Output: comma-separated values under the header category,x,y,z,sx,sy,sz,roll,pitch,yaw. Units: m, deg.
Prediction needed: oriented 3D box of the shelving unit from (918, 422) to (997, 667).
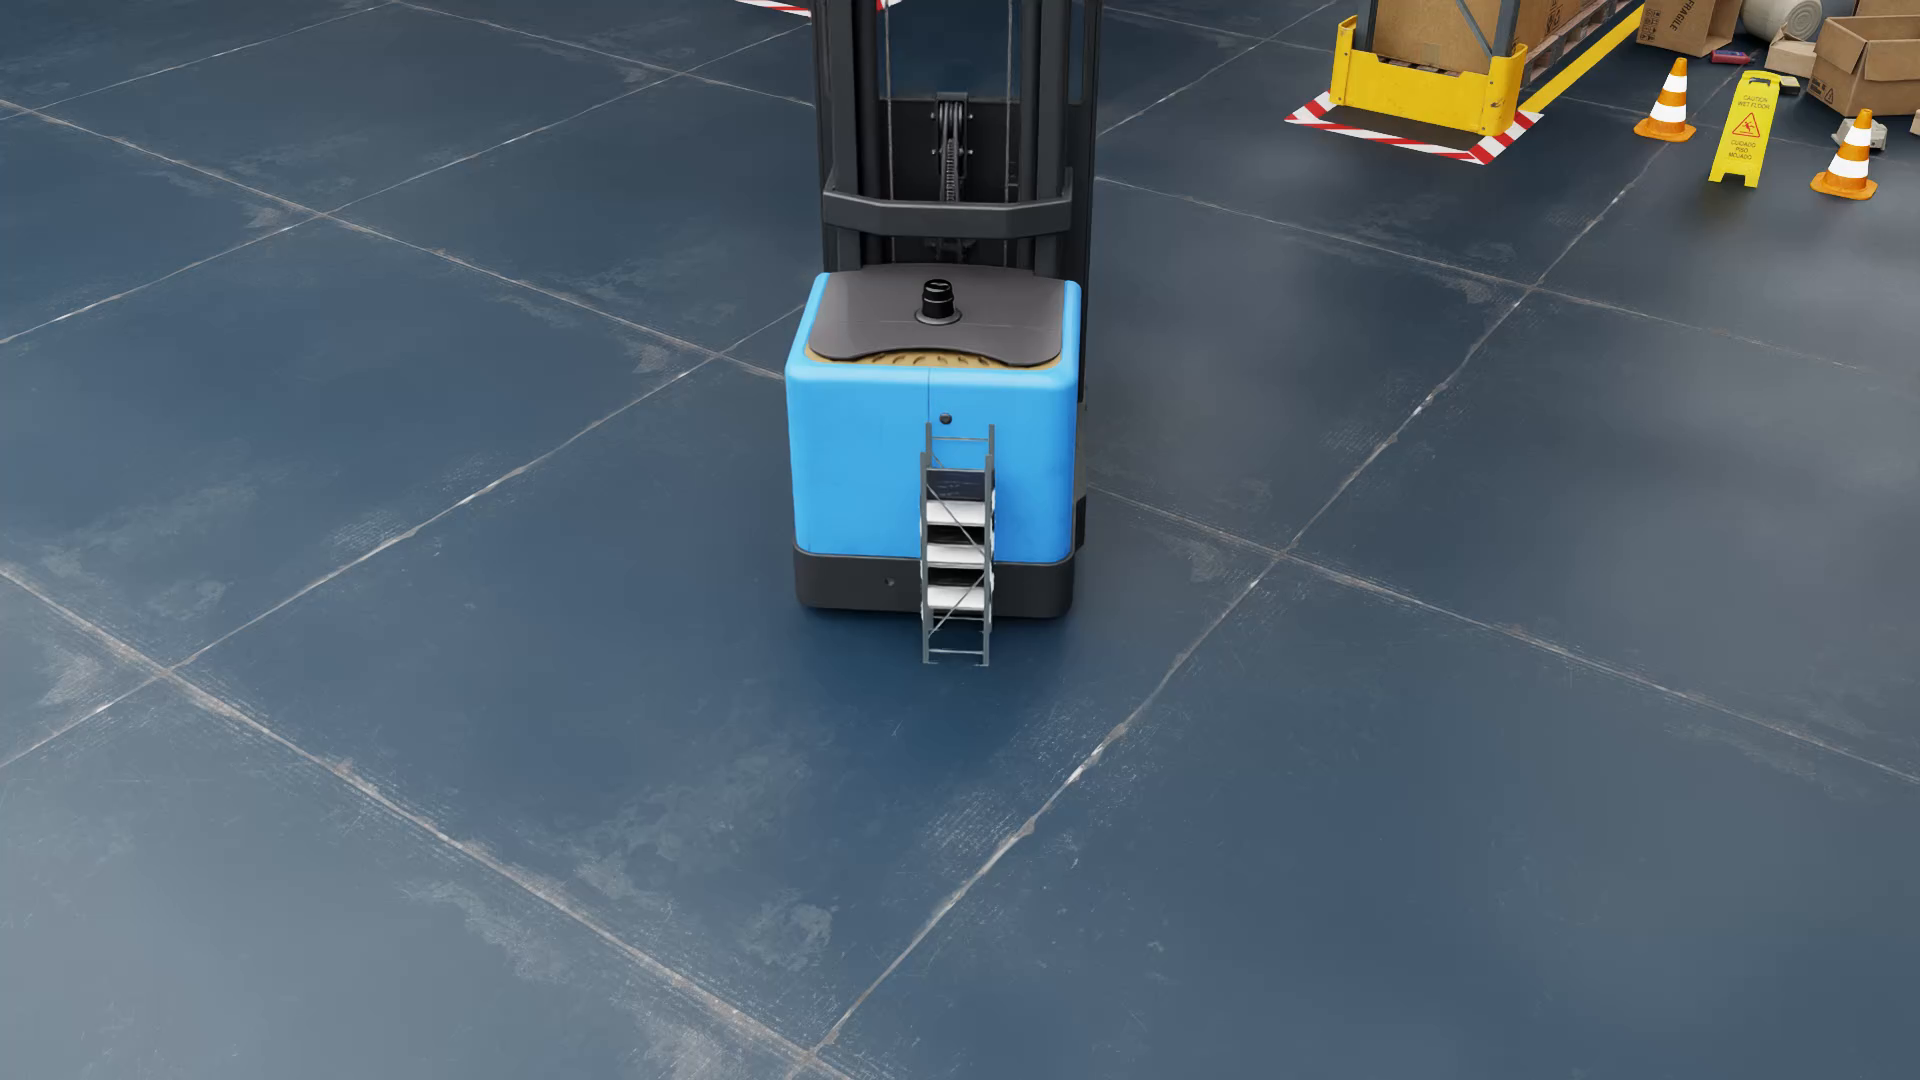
category,x,y,z,sx,sy,sz,roll,pitch,yaw
shelving unit,-0.007,0.027,5.906,0.258,0.900,0.210,2,34,4

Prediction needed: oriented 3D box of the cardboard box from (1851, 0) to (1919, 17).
category,x,y,z,sx,sy,sz,roll,pitch,yaw
cardboard box,6.596,-3.597,11.498,0.797,0.637,0.503,21,39,28

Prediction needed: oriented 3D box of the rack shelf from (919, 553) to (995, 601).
category,x,y,z,sx,sy,sz,roll,pitch,yaw
rack shelf,-0.007,0.129,5.976,0.258,0.077,0.200,2,34,4

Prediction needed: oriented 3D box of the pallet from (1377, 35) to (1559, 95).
category,x,y,z,sx,sy,sz,roll,pitch,yaw
pallet,3.416,-3.297,11.437,1.003,0.211,1.213,21,39,28

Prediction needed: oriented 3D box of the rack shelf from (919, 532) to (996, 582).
category,x,y,z,sx,sy,sz,roll,pitch,yaw
rack shelf,-0.007,0.055,5.925,0.258,0.077,0.200,2,34,4

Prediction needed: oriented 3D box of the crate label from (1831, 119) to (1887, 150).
category,x,y,z,sx,sy,sz,roll,pitch,yaw
crate label,5.625,-2.528,10.367,0.250,0.136,0.298,3,34,4

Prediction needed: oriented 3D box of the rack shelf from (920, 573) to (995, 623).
category,x,y,z,sx,sy,sz,roll,pitch,yaw
rack shelf,-0.007,0.204,6.026,0.258,0.077,0.200,2,34,4

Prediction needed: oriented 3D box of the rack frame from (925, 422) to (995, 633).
category,x,y,z,sx,sy,sz,roll,pitch,yaw
rack frame,0.000,-0.030,5.990,0.240,0.900,0.006,2,34,4

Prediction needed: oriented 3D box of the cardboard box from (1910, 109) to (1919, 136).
category,x,y,z,sx,sy,sz,roll,pitch,yaw
cardboard box,6.236,-2.592,10.450,0.250,0.149,0.380,-15,37,-21

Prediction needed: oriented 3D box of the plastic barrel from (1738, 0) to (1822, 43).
category,x,y,z,sx,sy,sz,roll,pitch,yaw
plastic barrel,5.918,-3.821,12.022,0.421,0.421,0.512,-9,35,-13

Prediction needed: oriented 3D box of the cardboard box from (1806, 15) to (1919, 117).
category,x,y,z,sx,sy,sz,roll,pitch,yaw
cardboard box,6.070,-3.108,10.896,0.797,0.503,0.637,-3,34,-4

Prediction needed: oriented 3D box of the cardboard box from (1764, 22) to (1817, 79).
category,x,y,z,sx,sy,sz,roll,pitch,yaw
cardboard box,5.838,-3.388,11.523,0.396,0.266,0.258,29,44,36

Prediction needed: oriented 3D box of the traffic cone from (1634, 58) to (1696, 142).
category,x,y,z,sx,sy,sz,roll,pitch,yaw
traffic cone,4.494,-2.799,10.476,0.336,0.463,0.334,21,39,28

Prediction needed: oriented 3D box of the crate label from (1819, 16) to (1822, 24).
category,x,y,z,sx,sy,sz,roll,pitch,yaw
crate label,6.240,-3.895,12.387,0.298,0.136,0.250,-3,34,-4

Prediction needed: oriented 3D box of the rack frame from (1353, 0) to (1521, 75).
category,x,y,z,sx,sy,sz,roll,pitch,yaw
rack frame,3.024,-4.059,10.075,1.000,3.000,0.127,21,39,28

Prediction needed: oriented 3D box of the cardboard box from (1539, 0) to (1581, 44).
category,x,y,z,sx,sy,sz,roll,pitch,yaw
cardboard box,3.857,-4.092,11.645,0.875,0.875,0.875,21,39,27

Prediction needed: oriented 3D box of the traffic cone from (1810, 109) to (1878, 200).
category,x,y,z,sx,sy,sz,roll,pitch,yaw
traffic cone,5.228,-2.282,9.711,0.336,0.463,0.334,21,39,28

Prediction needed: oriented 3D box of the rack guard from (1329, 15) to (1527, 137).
category,x,y,z,sx,sy,sz,roll,pitch,yaw
rack guard,3.011,-3.013,10.759,1.175,0.500,0.348,21,39,28

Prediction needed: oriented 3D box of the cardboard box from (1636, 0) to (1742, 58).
category,x,y,z,sx,sy,sz,roll,pitch,yaw
cardboard box,5.263,-3.823,11.955,0.500,0.500,0.500,29,44,36

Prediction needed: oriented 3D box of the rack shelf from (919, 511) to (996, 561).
category,x,y,z,sx,sy,sz,roll,pitch,yaw
rack shelf,-0.007,-0.020,5.875,0.258,0.077,0.200,2,34,4

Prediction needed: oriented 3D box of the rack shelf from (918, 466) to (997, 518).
category,x,y,z,sx,sy,sz,roll,pitch,yaw
rack shelf,-0.007,-0.169,5.774,0.258,0.077,0.200,2,34,4

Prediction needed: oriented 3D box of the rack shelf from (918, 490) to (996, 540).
category,x,y,z,sx,sy,sz,roll,pitch,yaw
rack shelf,-0.007,-0.094,5.824,0.258,0.077,0.200,2,34,4

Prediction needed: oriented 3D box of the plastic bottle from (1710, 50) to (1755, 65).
category,x,y,z,sx,sy,sz,roll,pitch,yaw
plastic bottle,5.447,-3.400,11.723,0.283,0.061,0.133,8,35,12

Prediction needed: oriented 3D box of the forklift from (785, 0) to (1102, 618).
category,x,y,z,sx,sy,sz,roll,pitch,yaw
forklift,0.005,-1.727,6.687,1.130,2.935,3.031,2,34,4

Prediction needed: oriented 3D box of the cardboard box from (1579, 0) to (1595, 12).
category,x,y,z,sx,sy,sz,roll,pitch,yaw
cardboard box,4.378,-4.511,12.264,0.875,0.875,0.875,22,40,29

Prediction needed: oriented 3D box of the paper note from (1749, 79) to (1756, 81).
category,x,y,z,sx,sy,sz,roll,pitch,yaw
paper note,5.405,-3.151,11.400,0.123,0.001,0.032,-15,37,-21

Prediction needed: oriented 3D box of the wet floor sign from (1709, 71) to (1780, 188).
category,x,y,z,sx,sy,sz,roll,pitch,yaw
wet floor sign,4.634,-2.438,9.779,0.267,0.644,0.232,14,37,20

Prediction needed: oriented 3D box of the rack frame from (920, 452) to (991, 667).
category,x,y,z,sx,sy,sz,roll,pitch,yaw
rack frame,-0.015,0.084,5.822,0.240,0.900,0.006,2,34,4

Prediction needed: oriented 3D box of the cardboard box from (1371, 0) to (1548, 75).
category,x,y,z,sx,sy,sz,roll,pitch,yaw
cardboard box,3.357,-3.686,11.045,0.875,0.875,0.875,21,40,28

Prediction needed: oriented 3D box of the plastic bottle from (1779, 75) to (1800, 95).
category,x,y,z,sx,sy,sz,roll,pitch,yaw
plastic bottle,5.599,-3.091,11.267,0.133,0.061,0.283,8,35,12

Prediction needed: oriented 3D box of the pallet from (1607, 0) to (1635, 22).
category,x,y,z,sx,sy,sz,roll,pitch,yaw
pallet,4.807,-4.420,13.098,1.003,0.211,1.213,21,39,28

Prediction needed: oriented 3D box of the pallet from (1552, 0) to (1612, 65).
category,x,y,z,sx,sy,sz,roll,pitch,yaw
pallet,4.112,-3.856,12.264,1.003,0.211,1.213,21,39,28
